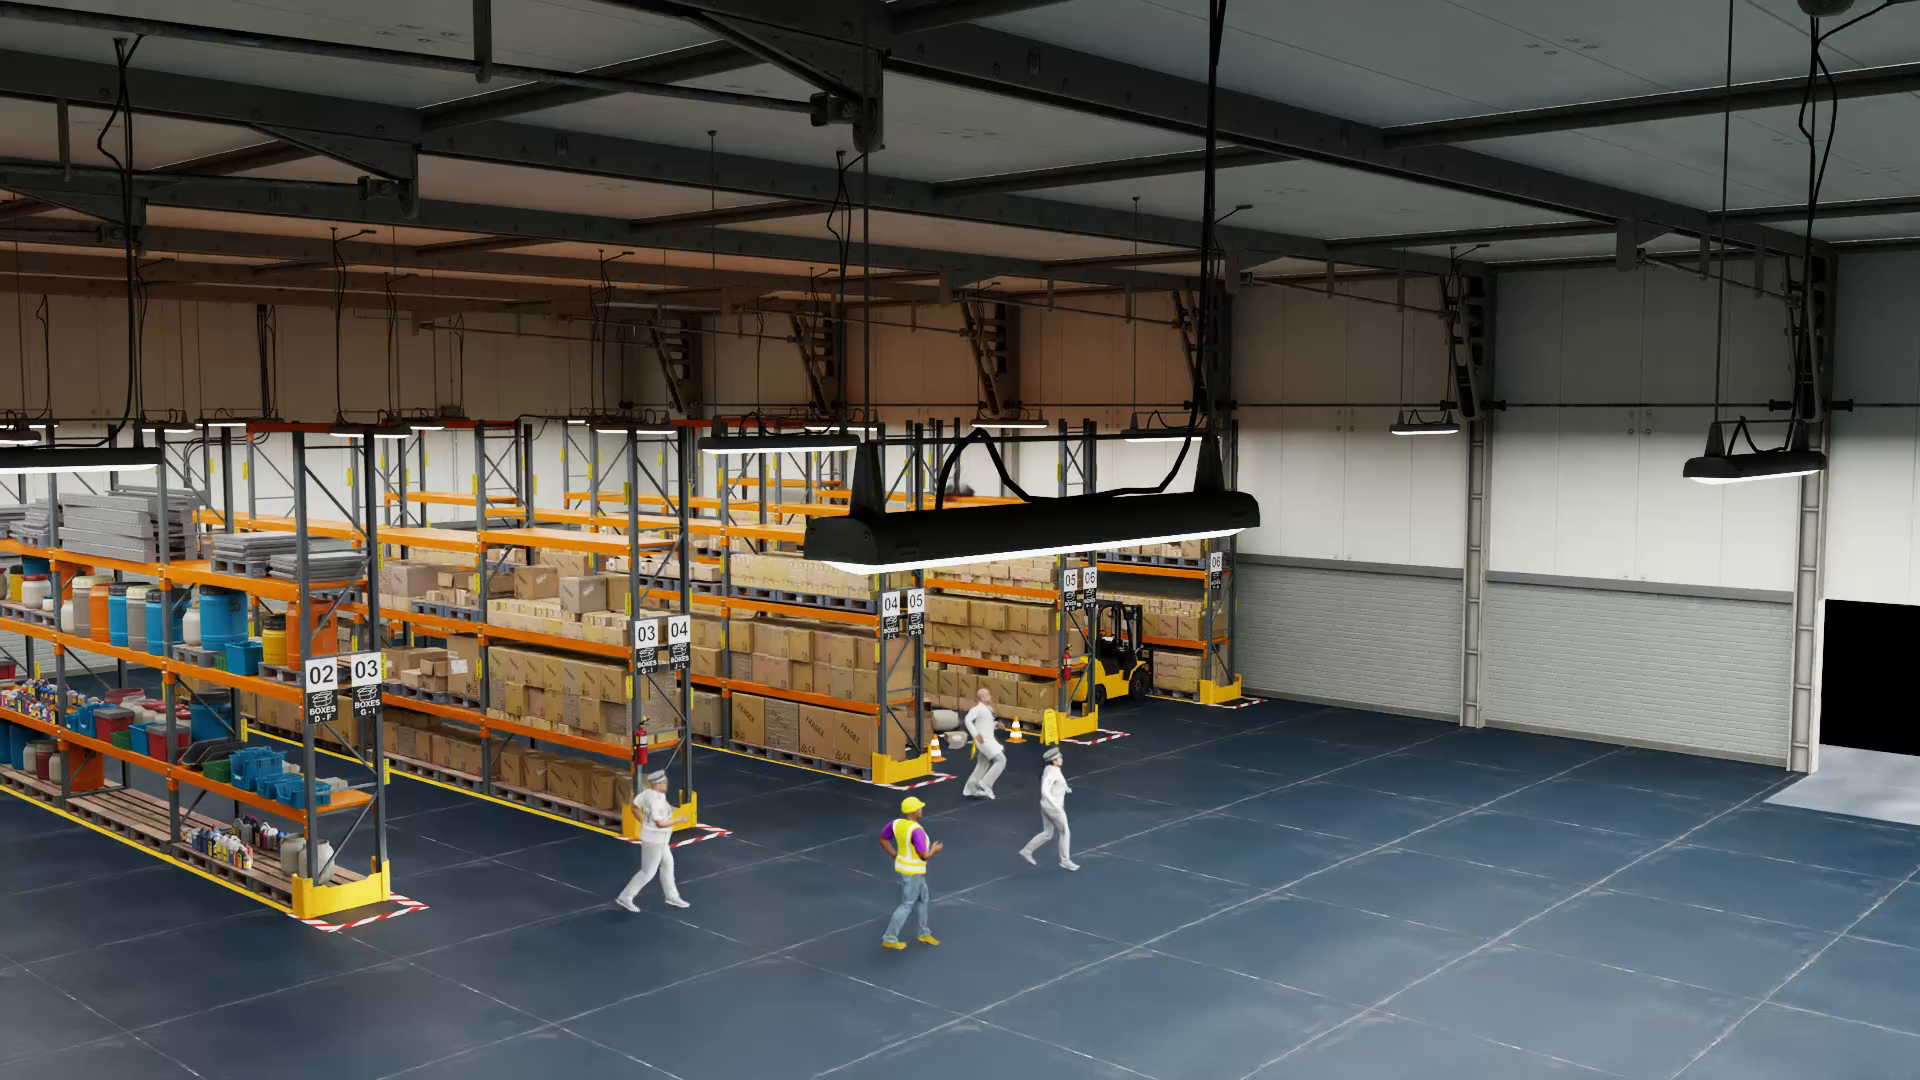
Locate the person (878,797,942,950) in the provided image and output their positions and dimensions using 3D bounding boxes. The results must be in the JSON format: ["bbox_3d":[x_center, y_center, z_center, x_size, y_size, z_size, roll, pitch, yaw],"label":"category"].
[{"bbox_3d":[-0.561,3.862,19.212,0.785,1.805,0.691,-2,5,-26],"label":"person"}]

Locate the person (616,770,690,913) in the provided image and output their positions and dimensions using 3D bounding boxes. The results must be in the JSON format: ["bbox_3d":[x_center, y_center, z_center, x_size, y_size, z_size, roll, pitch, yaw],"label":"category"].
[{"bbox_3d":[-3.818,3.750,20.654,0.938,1.796,0.621,-1,5,-18],"label":"person"}]

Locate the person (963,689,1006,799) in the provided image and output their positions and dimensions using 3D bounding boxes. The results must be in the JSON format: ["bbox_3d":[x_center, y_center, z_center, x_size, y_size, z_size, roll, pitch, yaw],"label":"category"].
[{"bbox_3d":[0.392,3.271,26.746,0.702,1.759,0.688,0,5,0],"label":"person"}]

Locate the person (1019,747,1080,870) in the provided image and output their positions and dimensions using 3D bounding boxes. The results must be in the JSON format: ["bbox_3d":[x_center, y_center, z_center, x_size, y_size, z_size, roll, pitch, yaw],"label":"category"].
[{"bbox_3d":[1.214,3.647,22.549,0.861,1.710,0.603,-1,5,-14],"label":"person"}]
